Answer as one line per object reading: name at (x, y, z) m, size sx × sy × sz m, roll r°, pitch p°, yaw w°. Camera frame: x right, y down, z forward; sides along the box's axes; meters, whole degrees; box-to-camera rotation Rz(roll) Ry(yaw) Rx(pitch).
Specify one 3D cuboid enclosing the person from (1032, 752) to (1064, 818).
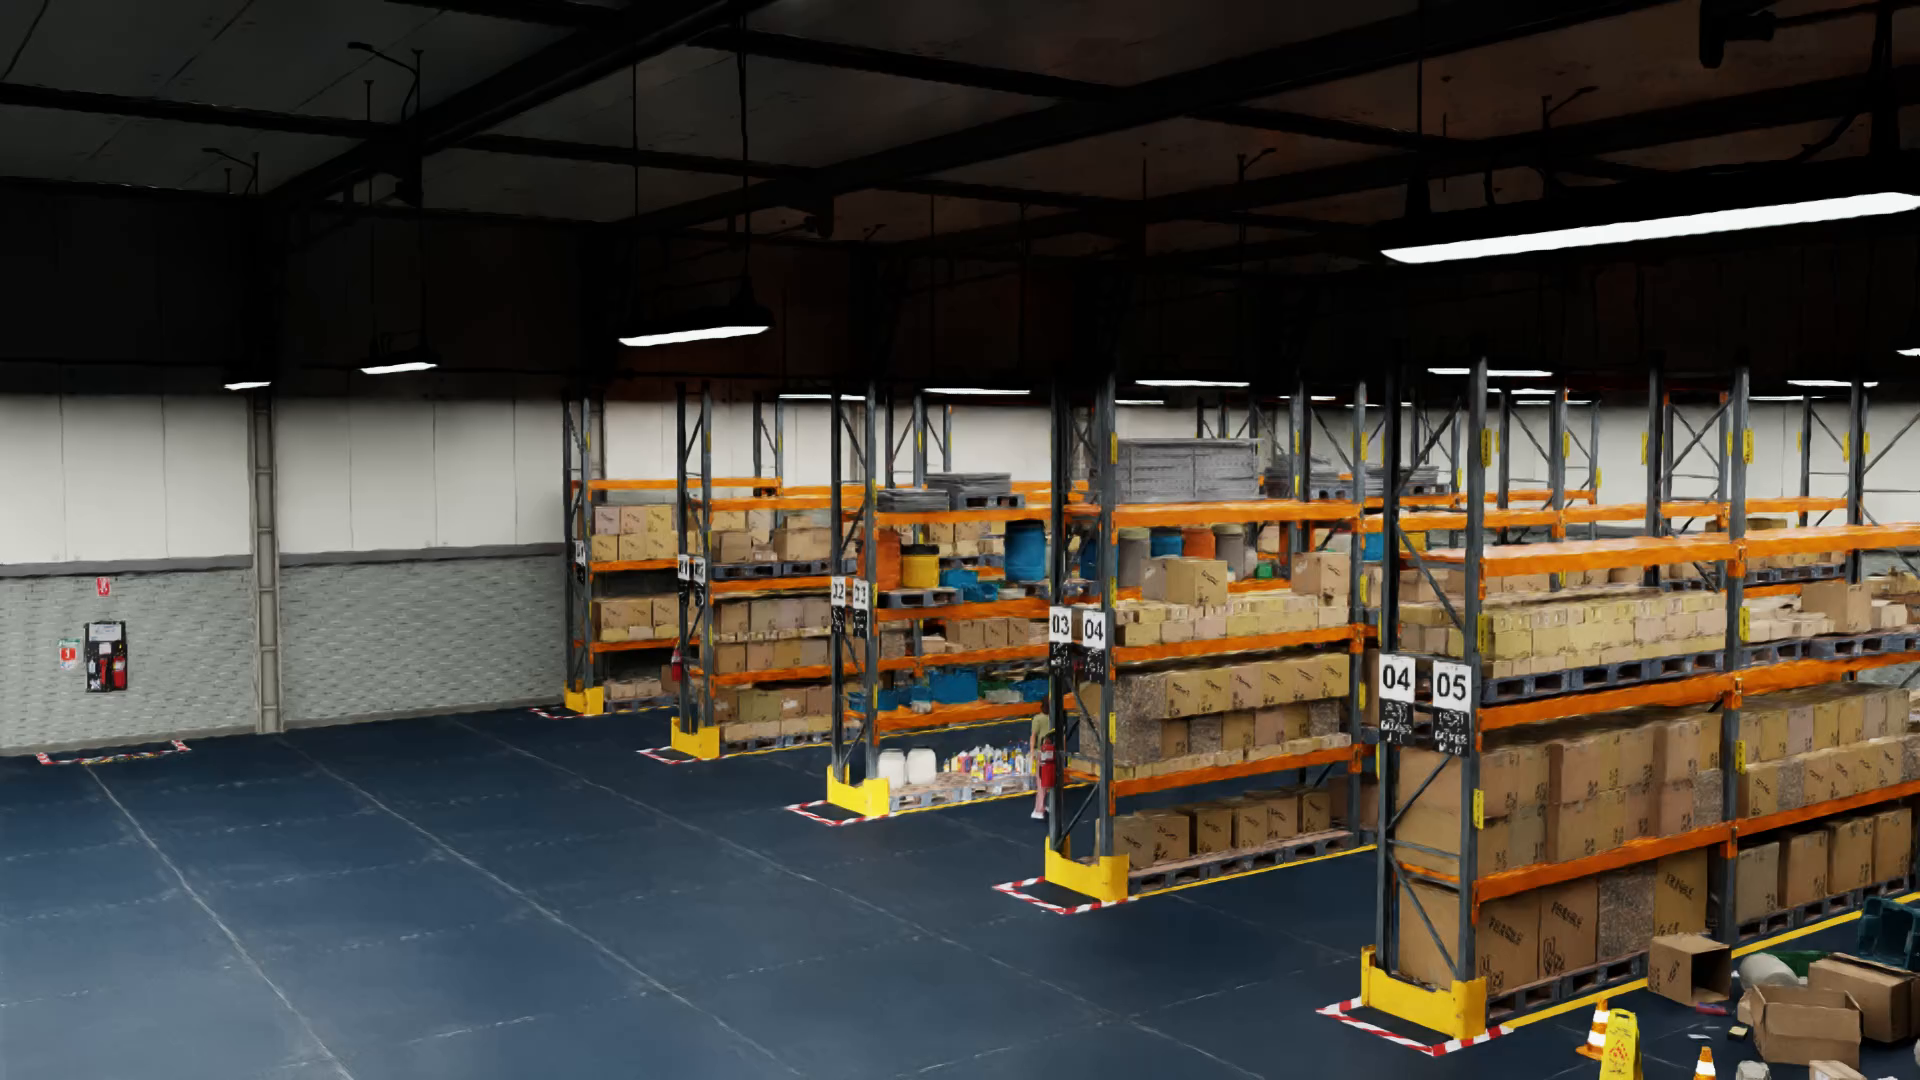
person at (1.182, 3.210, 22.388) m, size 0.434 × 1.011 × 0.477 m, roll 0°, pitch 4°, yaw -5°
